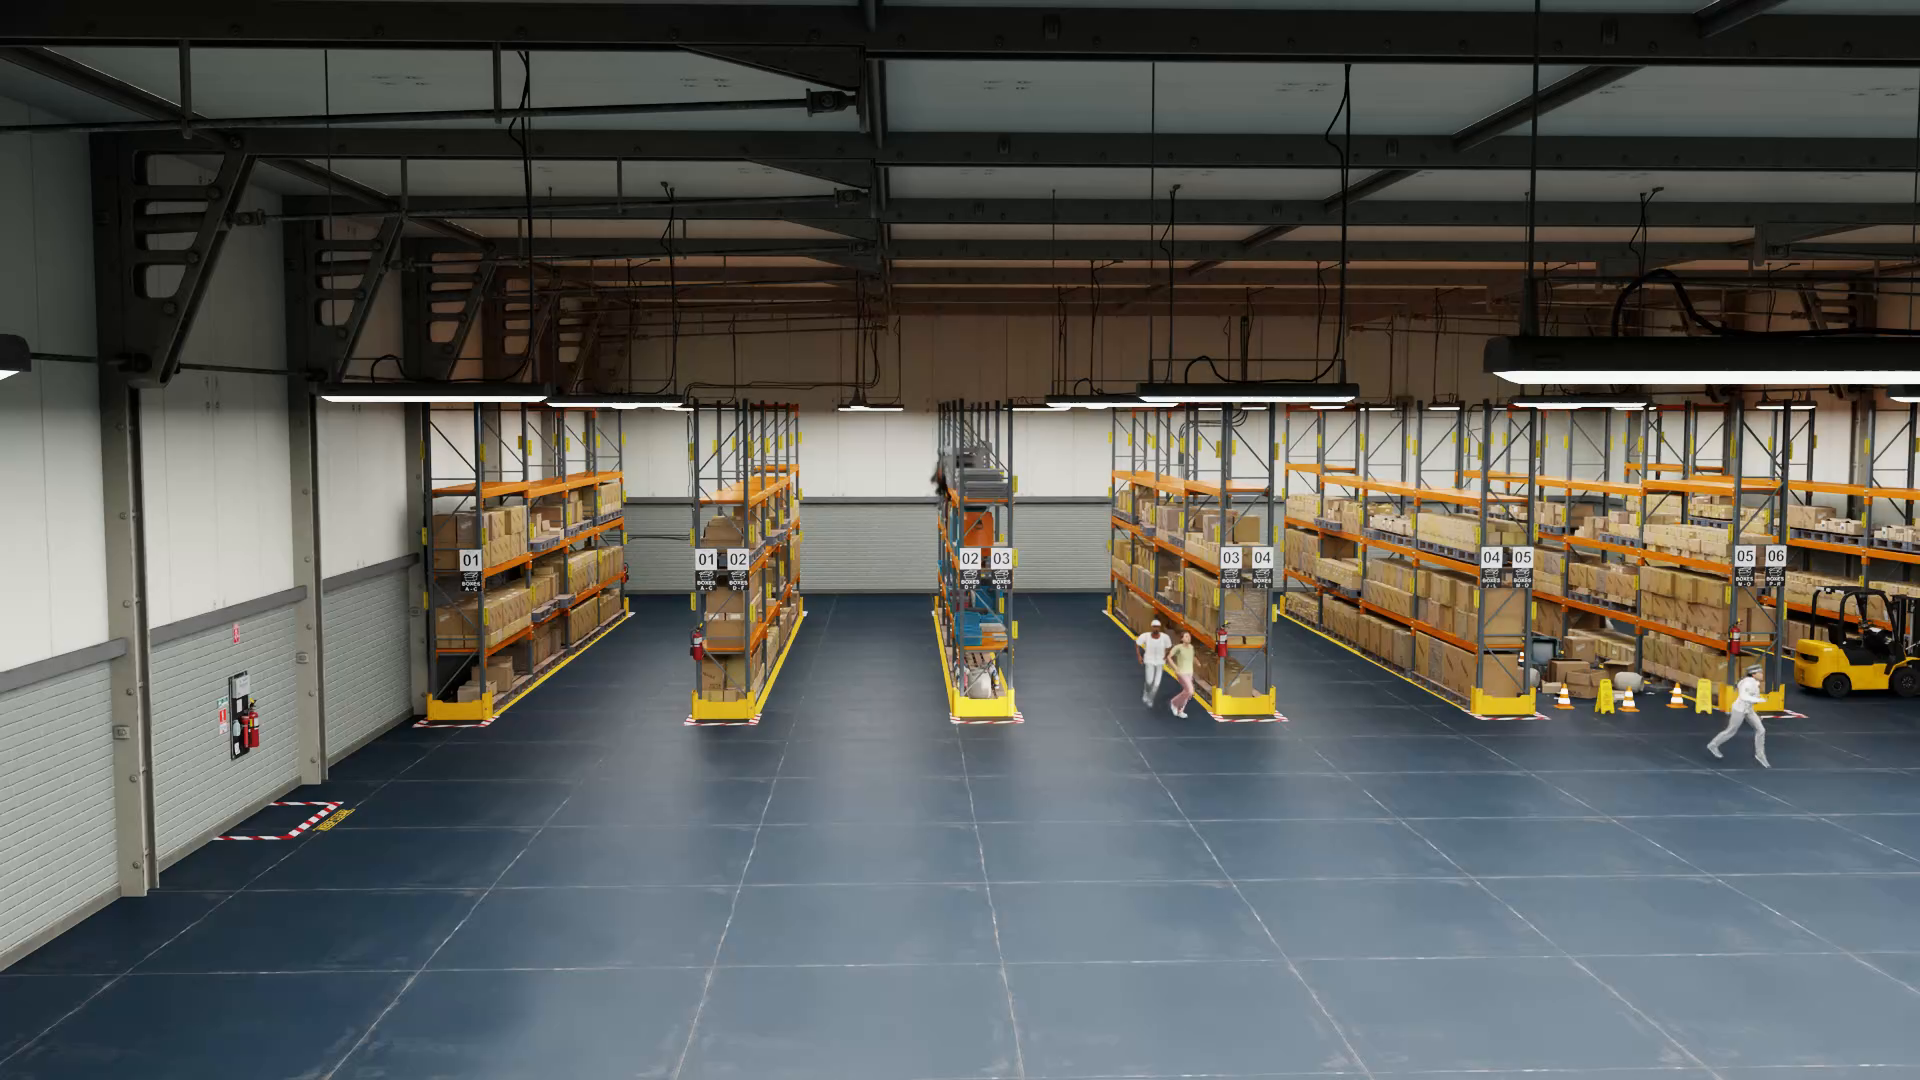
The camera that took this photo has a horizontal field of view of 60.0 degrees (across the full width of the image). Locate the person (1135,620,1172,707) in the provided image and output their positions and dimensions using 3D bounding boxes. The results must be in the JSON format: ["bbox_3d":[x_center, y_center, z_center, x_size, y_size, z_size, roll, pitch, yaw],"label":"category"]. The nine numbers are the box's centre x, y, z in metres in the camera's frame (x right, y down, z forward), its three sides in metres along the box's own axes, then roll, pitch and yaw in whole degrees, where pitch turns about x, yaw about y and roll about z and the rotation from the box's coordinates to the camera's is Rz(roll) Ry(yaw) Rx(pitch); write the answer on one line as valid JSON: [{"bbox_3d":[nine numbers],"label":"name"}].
[{"bbox_3d":[3.781,2.404,32.343,0.705,1.717,0.564,0,4,-3],"label":"person"}]

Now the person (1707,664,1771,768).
[{"bbox_3d":[12.744,2.839,27.176,0.612,1.691,0.992,-4,6,-43],"label":"person"}]

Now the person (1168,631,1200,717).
[{"bbox_3d":[4.265,2.526,31.308,0.564,1.637,0.537,-3,5,-37],"label":"person"}]

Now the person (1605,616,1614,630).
[{"bbox_3d":[16.521,1.615,42.477,0.718,1.753,0.921,0,4,-5],"label":"person"}]
